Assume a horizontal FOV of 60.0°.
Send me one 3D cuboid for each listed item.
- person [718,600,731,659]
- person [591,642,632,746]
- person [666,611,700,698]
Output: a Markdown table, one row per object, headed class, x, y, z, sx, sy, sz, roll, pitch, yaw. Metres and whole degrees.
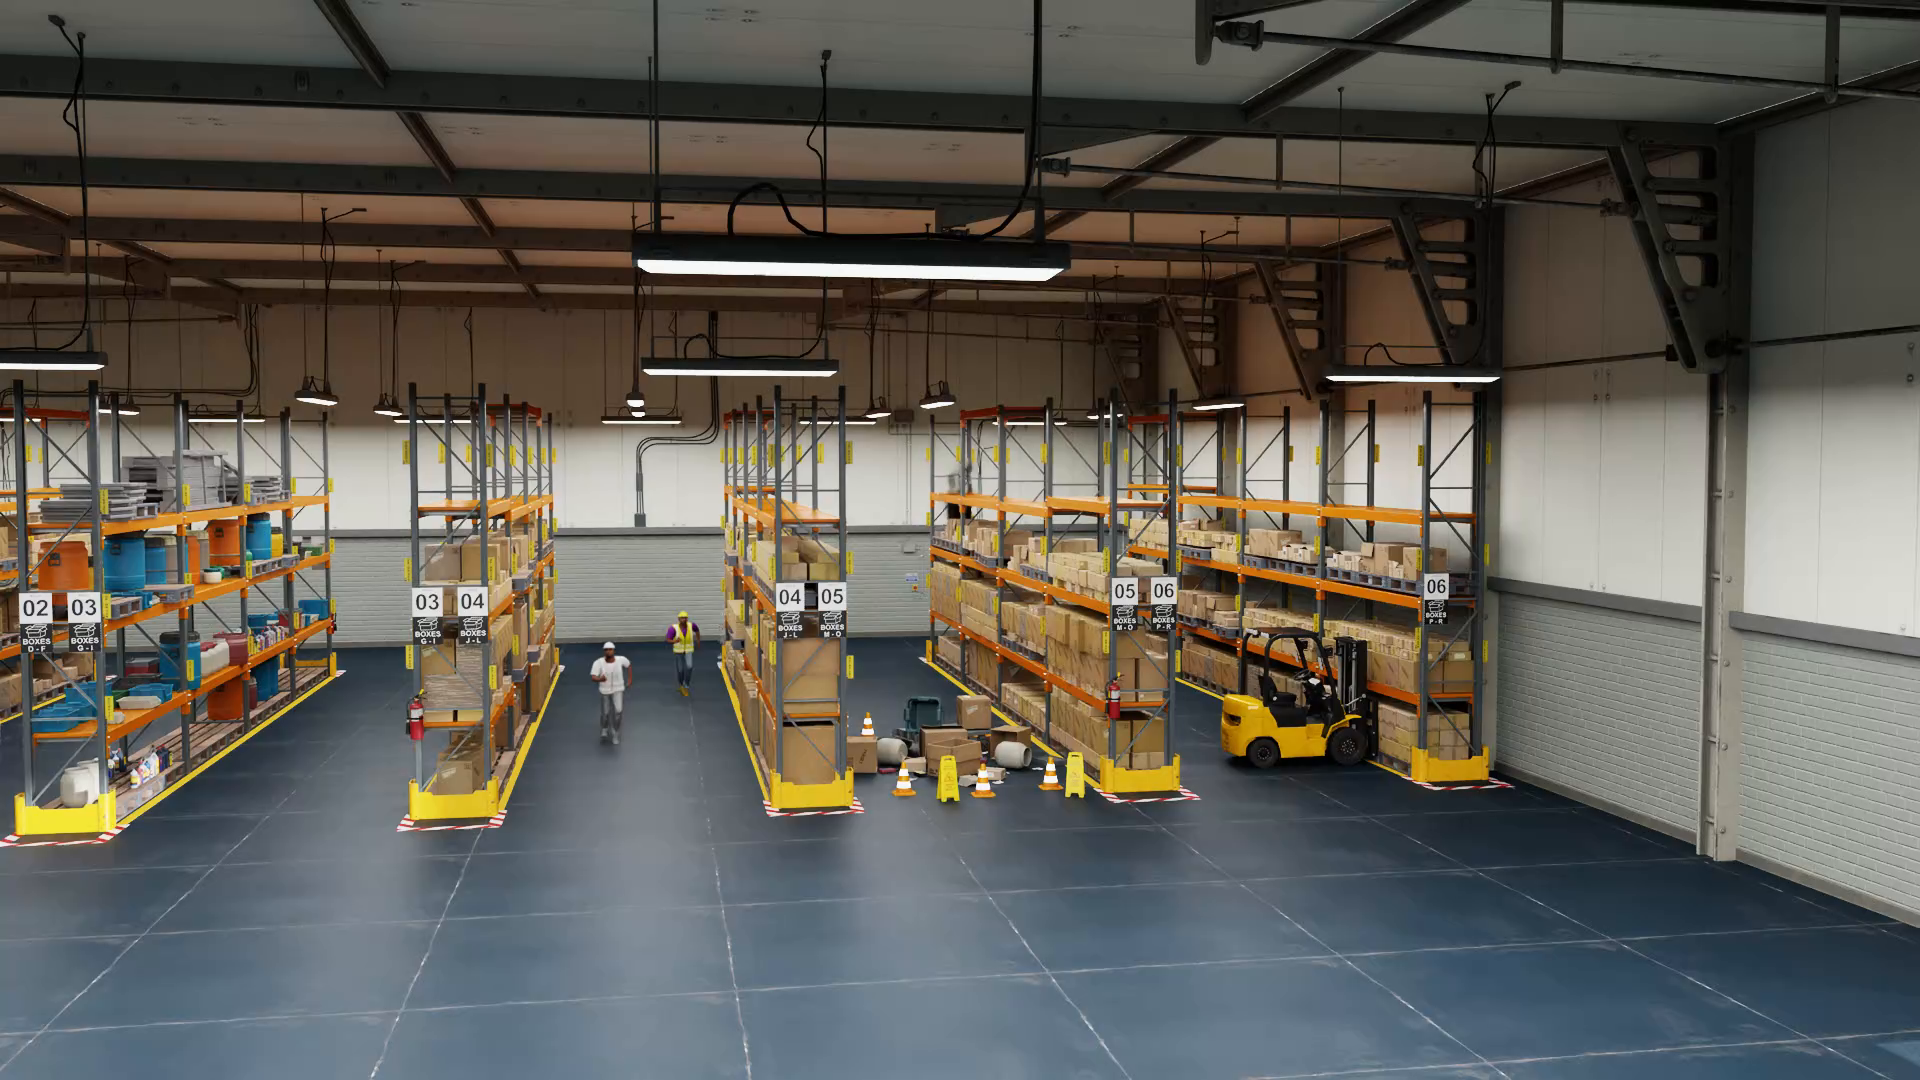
| class | x | y | z | sx | sy | sz | roll | pitch | yaw |
| --- | --- | --- | --- | --- | --- | --- | --- | --- | --- |
| person | -5.611 | 2.184 | 40.785 | 0.610 | 1.507 | 0.615 | -1 | 3 | -16 |
| person | -6.054 | 2.658 | 28.926 | 0.710 | 1.798 | 0.889 | -1 | 3 | -13 |
| person | -5.773 | 2.373 | 34.703 | 0.727 | 1.802 | 0.849 | -1 | 3 | -17 |
